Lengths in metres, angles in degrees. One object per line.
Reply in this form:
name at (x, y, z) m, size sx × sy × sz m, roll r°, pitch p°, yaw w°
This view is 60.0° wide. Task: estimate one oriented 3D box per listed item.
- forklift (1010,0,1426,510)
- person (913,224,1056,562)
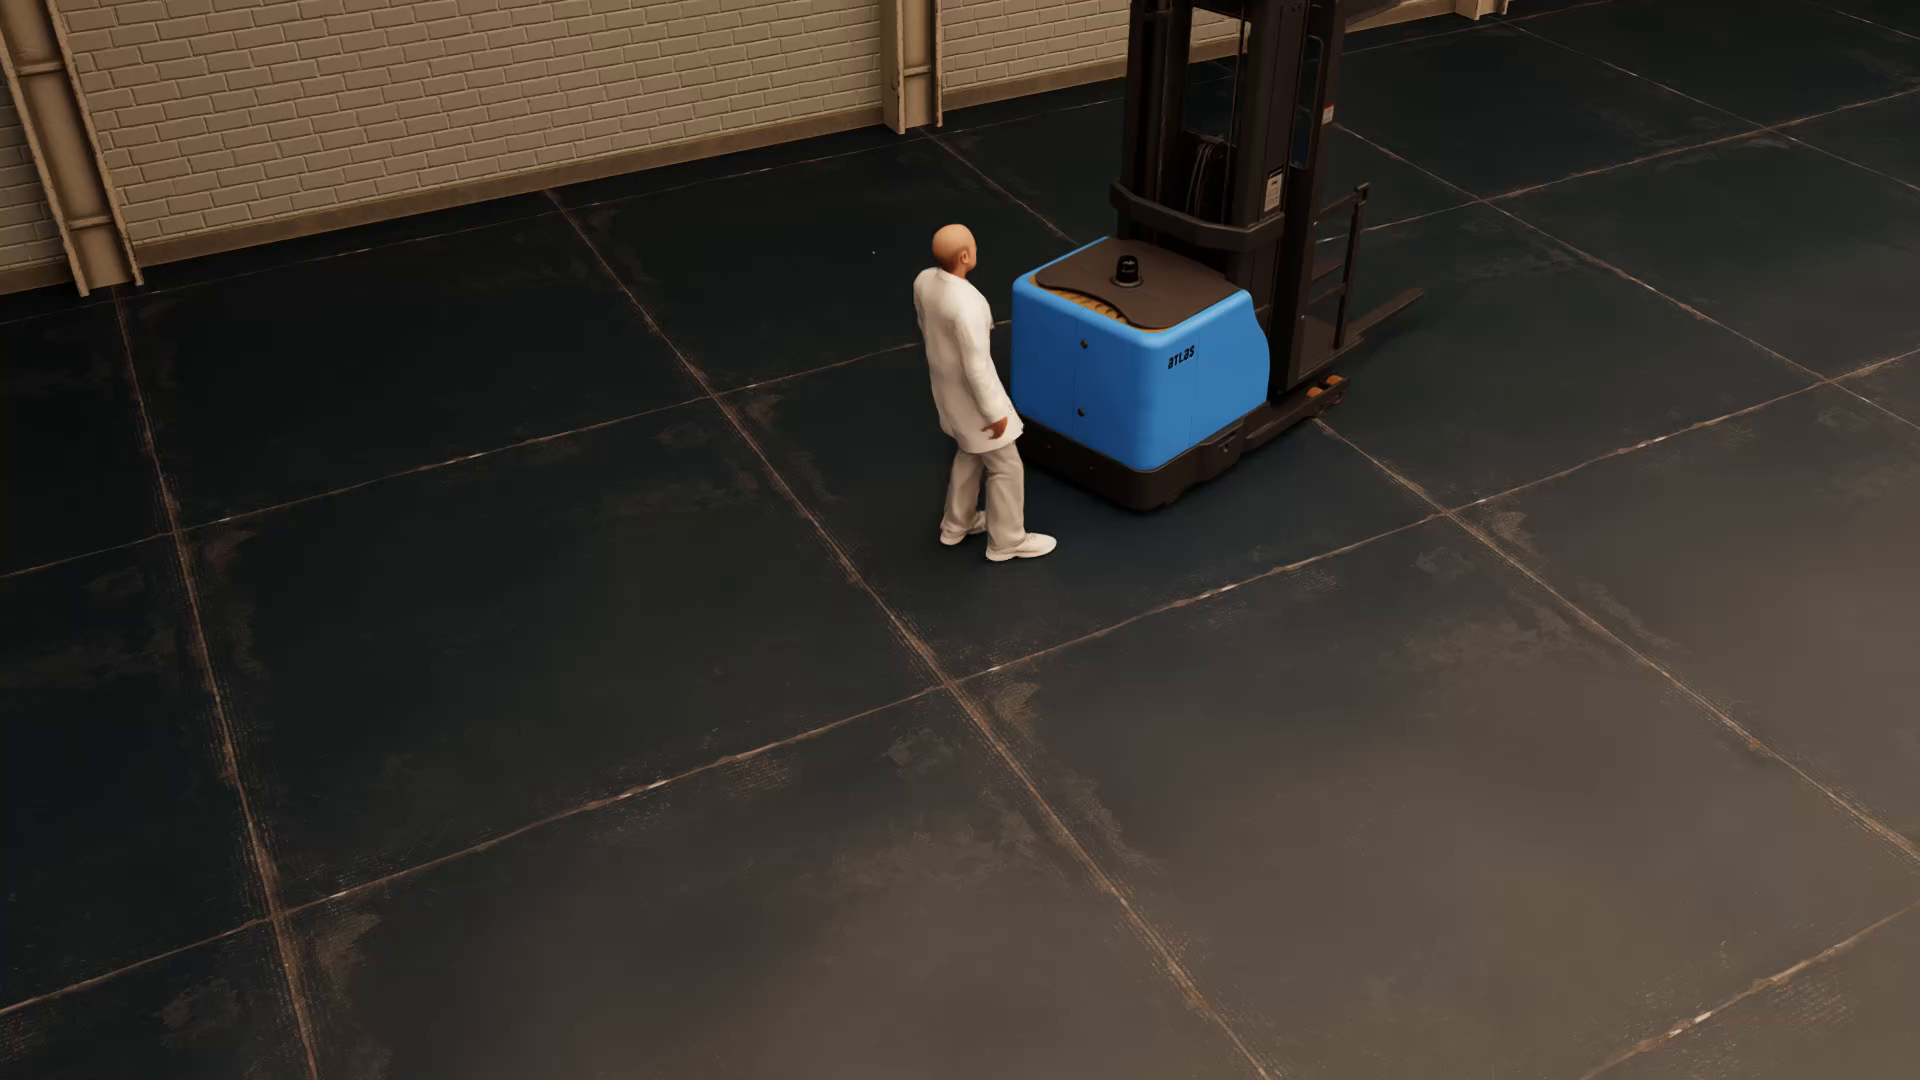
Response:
forklift at (1.648, -2.105, 9.101) m, size 1.130 × 2.935 × 3.031 m, roll 29°, pitch 45°, yaw 35°
person at (0.120, -0.750, 8.209) m, size 0.573 × 1.770 × 0.725 m, roll -15°, pitch 38°, yaw -20°
